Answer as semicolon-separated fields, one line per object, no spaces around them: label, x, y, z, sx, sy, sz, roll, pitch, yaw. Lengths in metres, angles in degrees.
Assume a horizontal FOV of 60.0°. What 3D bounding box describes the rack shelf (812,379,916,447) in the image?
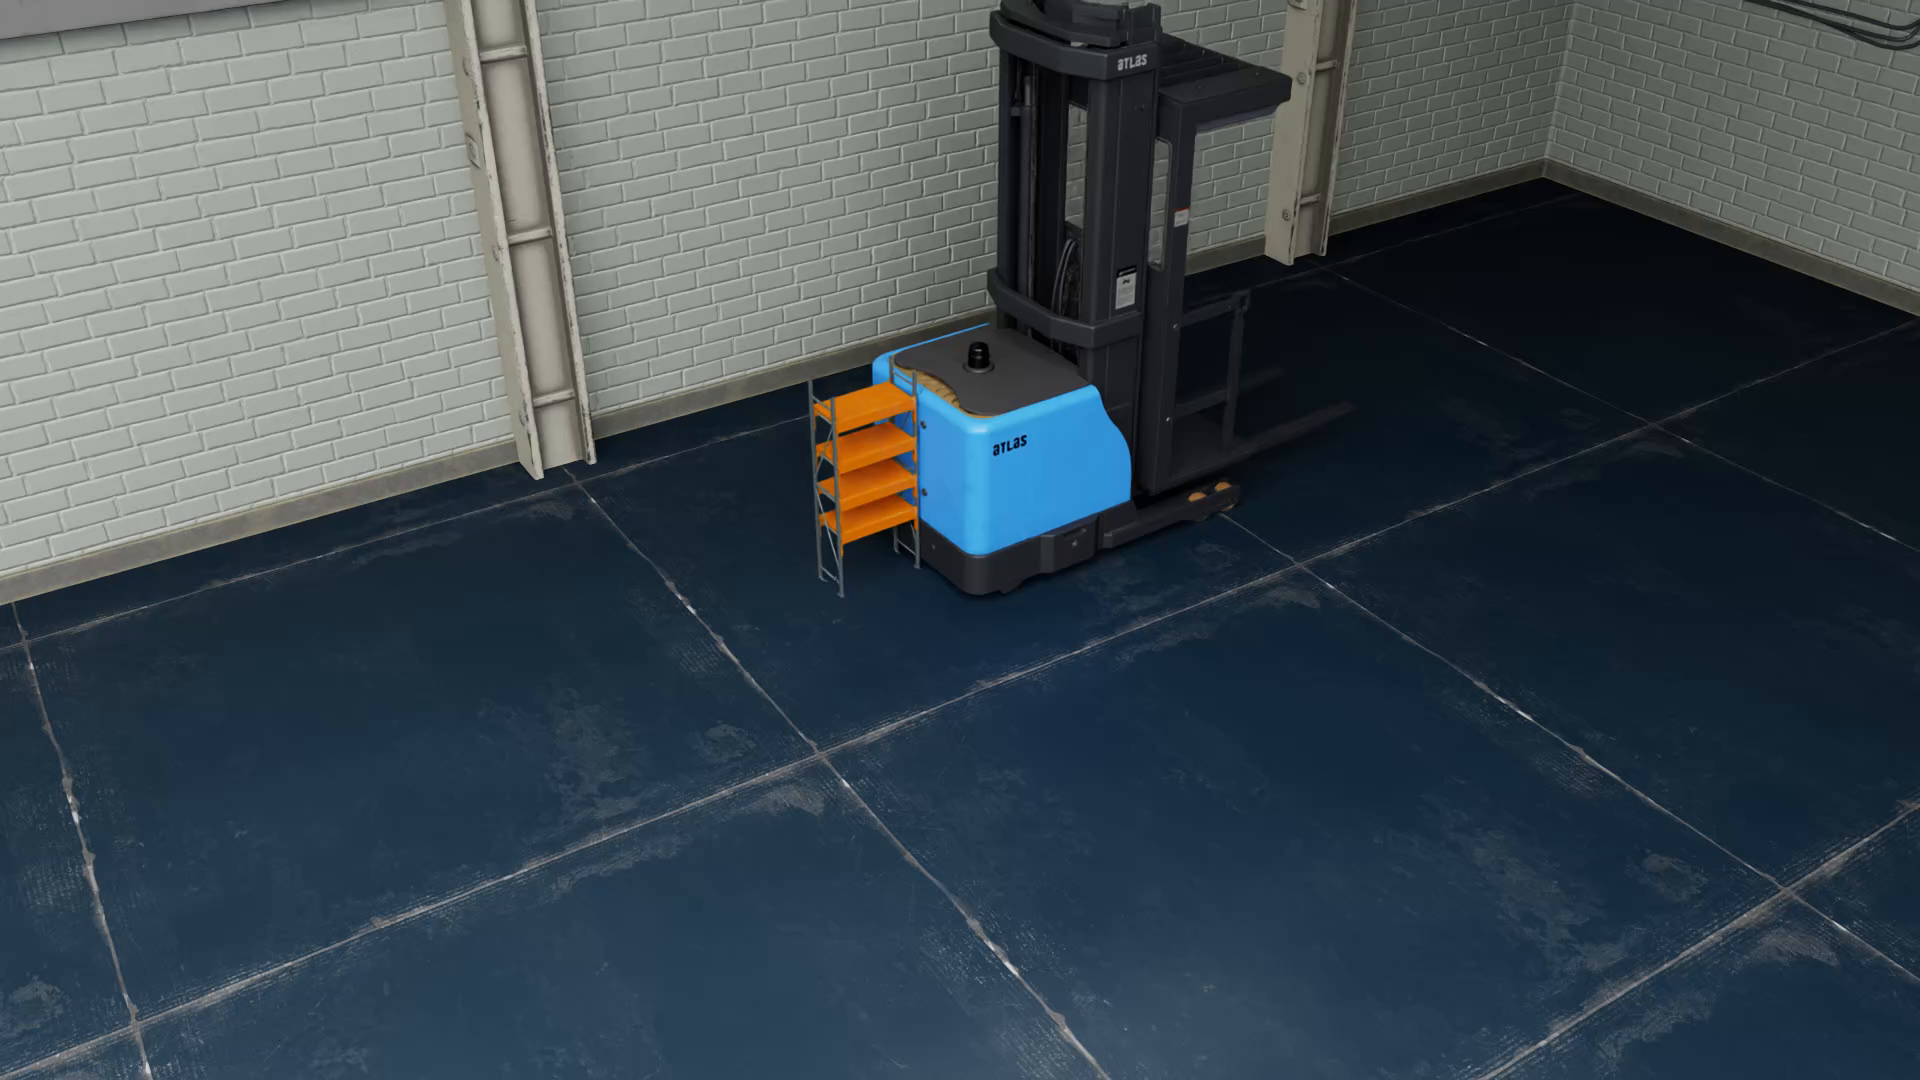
rack shelf;-0.495;-0.656;8.550;0.480;0.148;0.258;-21;38;-29

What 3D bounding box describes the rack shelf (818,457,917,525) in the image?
rack shelf;-0.495;-0.267;8.796;0.480;0.148;0.258;-21;38;-29

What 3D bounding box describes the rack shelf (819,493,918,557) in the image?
rack shelf;-0.495;-0.099;8.902;0.480;0.148;0.258;-21;38;-29

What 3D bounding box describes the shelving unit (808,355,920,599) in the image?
shelving unit;-0.495;-0.324;8.760;0.503;1.200;0.258;-21;38;-29

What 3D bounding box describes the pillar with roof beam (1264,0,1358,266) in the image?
pillar with roof beam;4.921;-4.095;7.428;0.400;9.000;9.100;-19;37;-27

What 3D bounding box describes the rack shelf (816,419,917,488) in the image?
rack shelf;-0.495;-0.456;8.676;0.480;0.148;0.258;-21;38;-29

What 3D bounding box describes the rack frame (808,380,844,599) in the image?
rack frame;-0.695;-0.249;8.641;0.015;1.200;0.240;-21;38;-29

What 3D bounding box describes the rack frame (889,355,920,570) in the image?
rack frame;-0.295;-0.398;8.878;0.015;1.200;0.240;-21;38;-29

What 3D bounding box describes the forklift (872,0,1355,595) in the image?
forklift;1.011;-1.558;9.094;3.031;2.935;1.130;-21;38;-29

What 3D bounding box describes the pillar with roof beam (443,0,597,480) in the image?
pillar with roof beam;-0.122;-2.360;4.679;0.400;9.000;9.100;-19;37;-27
